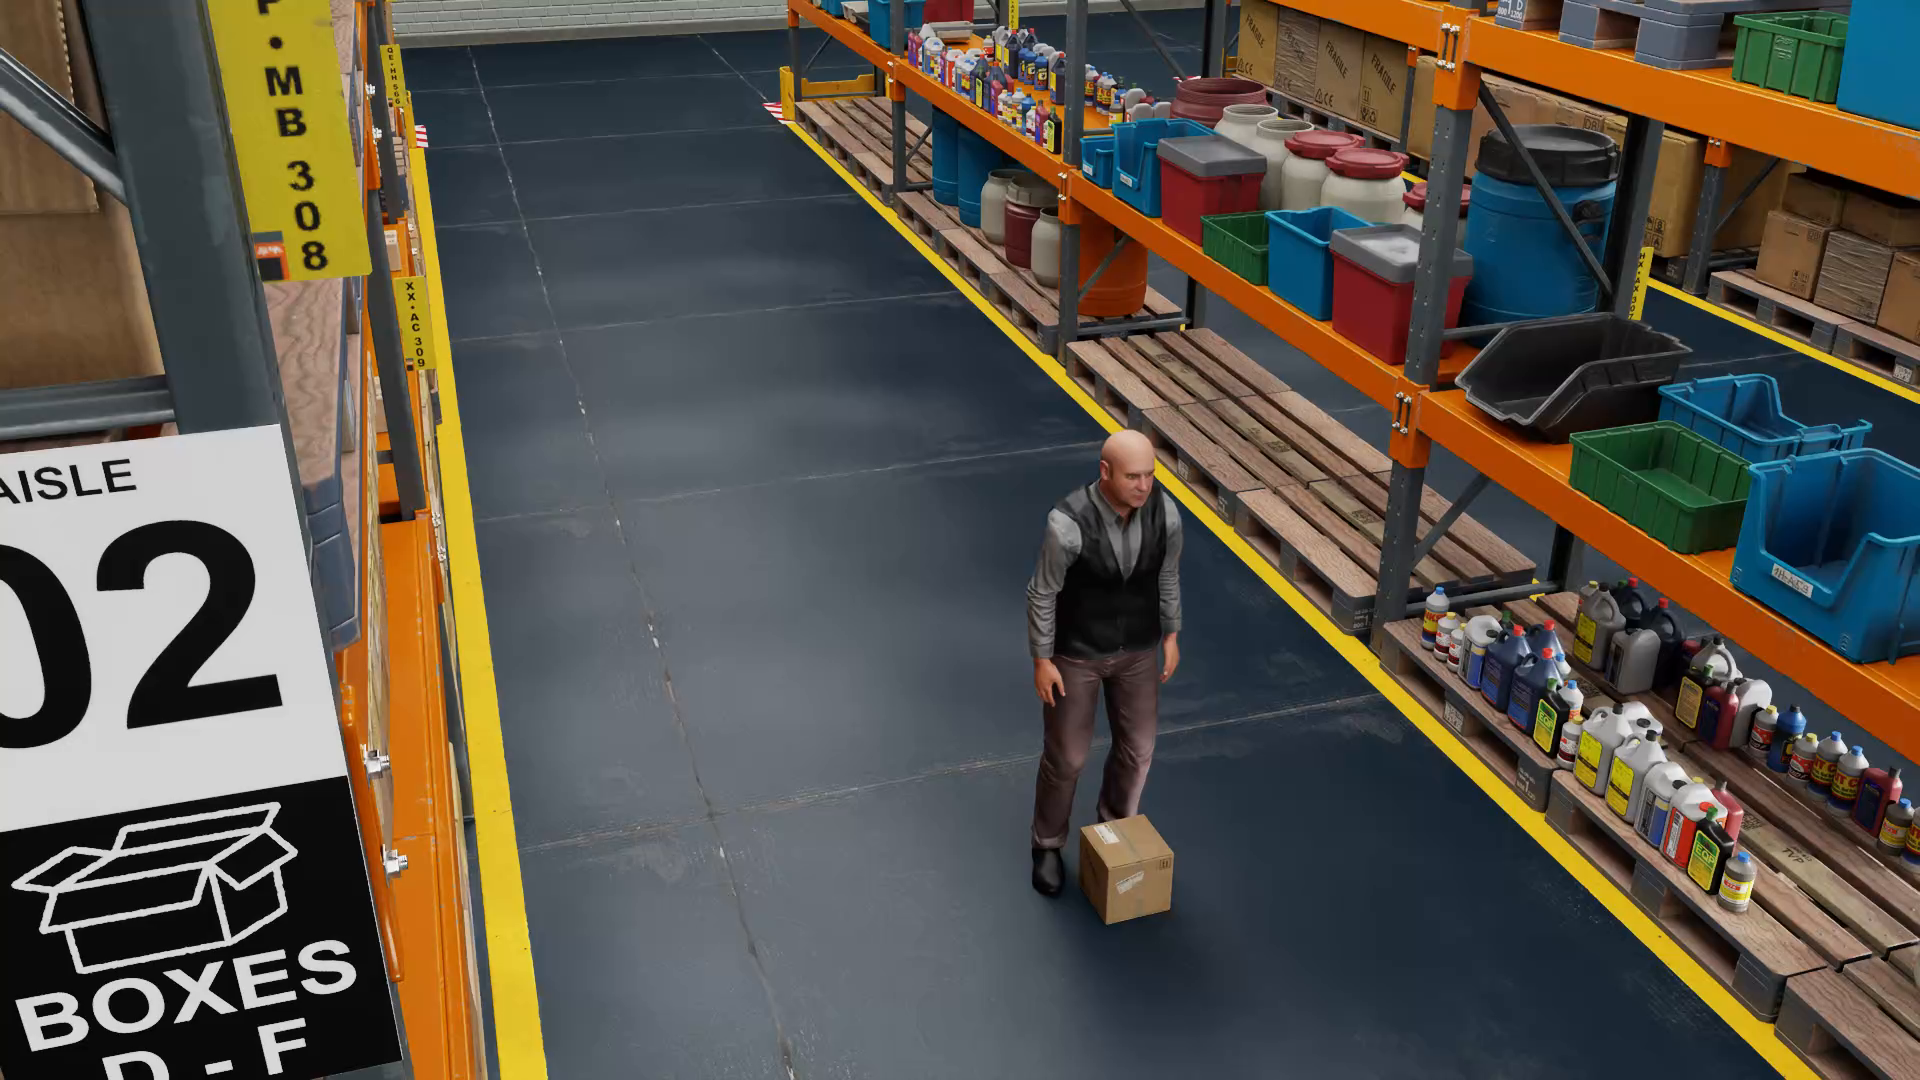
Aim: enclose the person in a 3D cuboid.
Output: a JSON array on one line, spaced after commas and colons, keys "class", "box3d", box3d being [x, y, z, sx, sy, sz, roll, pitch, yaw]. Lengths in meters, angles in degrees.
[{"class": "person", "box3d": [0.501, 0.394, 5.840, 0.592, 1.720, 0.425, -10, 28, -19]}]
